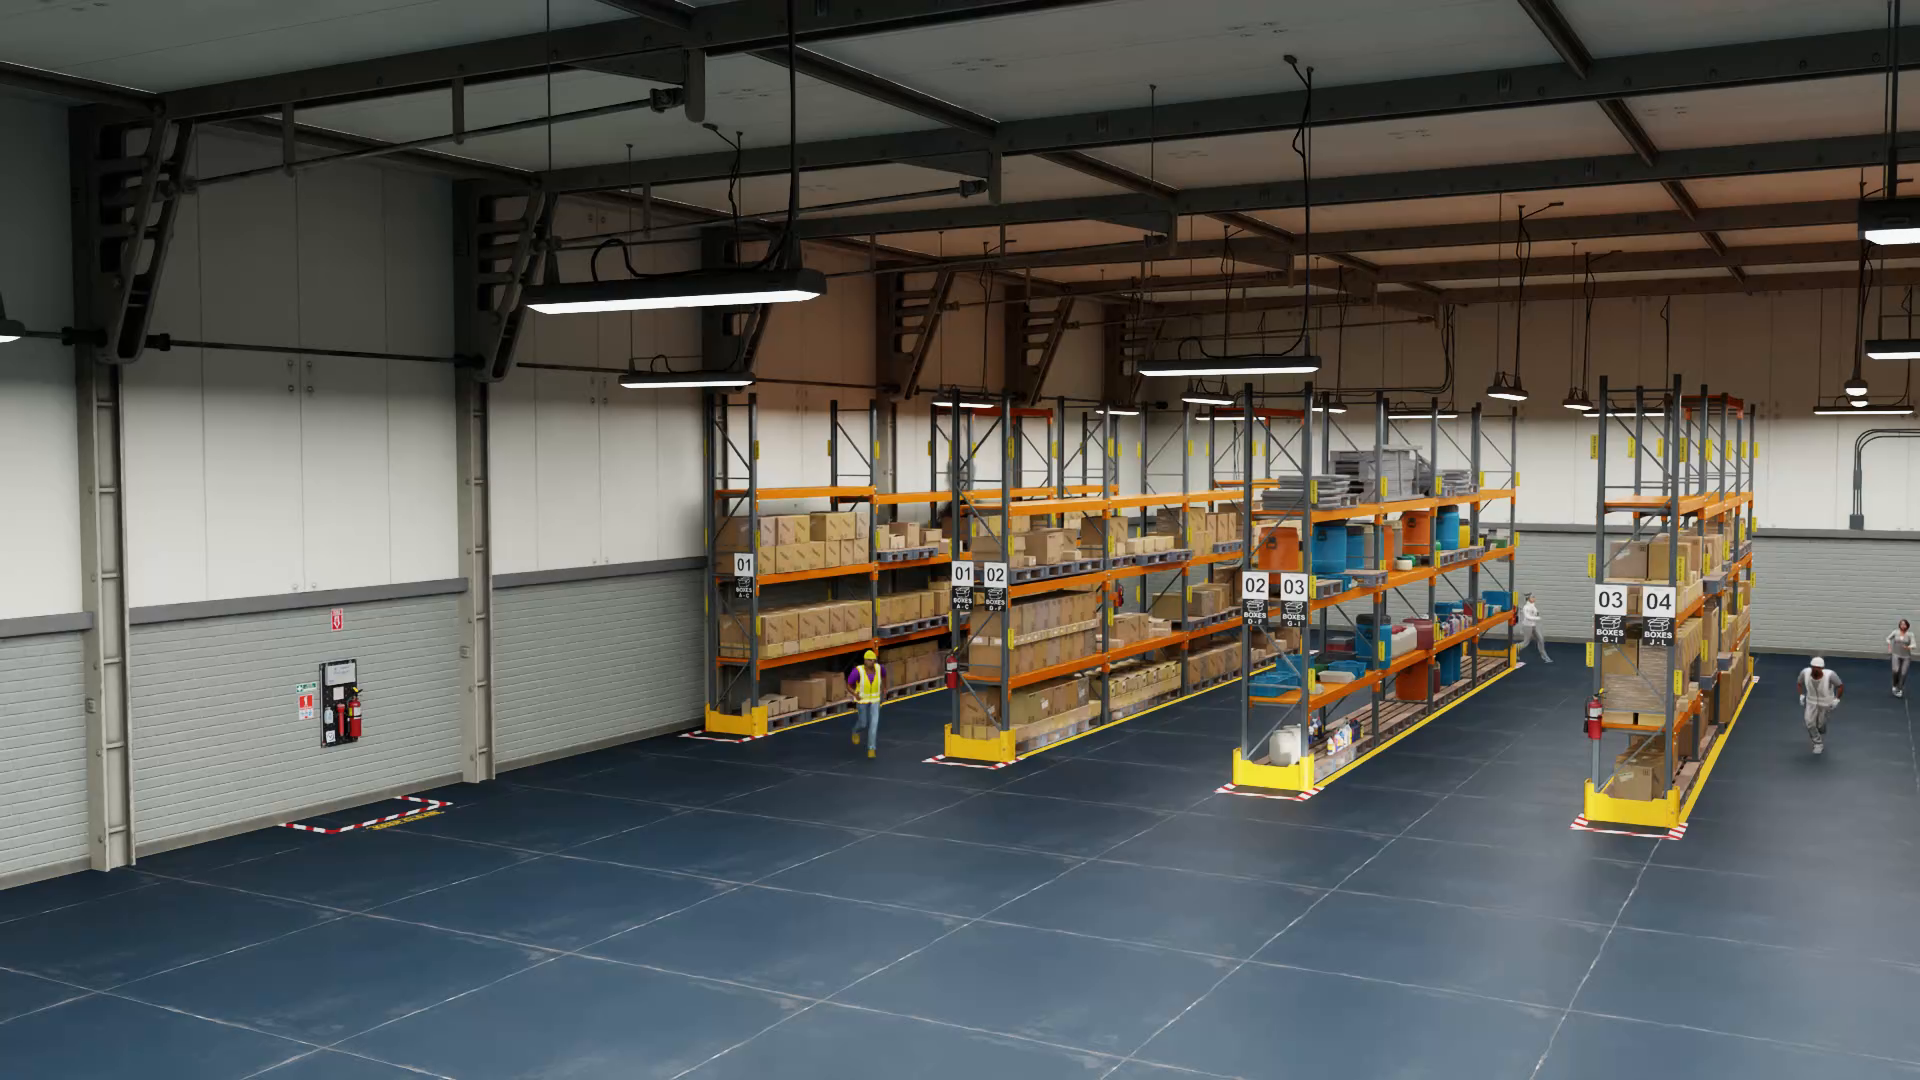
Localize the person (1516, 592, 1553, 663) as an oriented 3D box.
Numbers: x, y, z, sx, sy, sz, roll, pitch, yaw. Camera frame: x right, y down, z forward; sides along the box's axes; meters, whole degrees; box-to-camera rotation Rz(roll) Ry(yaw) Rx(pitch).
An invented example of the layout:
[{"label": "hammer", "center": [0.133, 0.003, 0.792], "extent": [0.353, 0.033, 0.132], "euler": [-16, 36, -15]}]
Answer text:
[{"label": "person", "center": [13.429, 2.049, 39.160], "extent": [0.933, 1.691, 0.622], "euler": [2, 4, 35]}]

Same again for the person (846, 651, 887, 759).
[{"label": "person", "center": [-1.522, 2.658, 27.316], "extent": [0.731, 1.720, 1.073], "euler": [-1, 3, -22]}]

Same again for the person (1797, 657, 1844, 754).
[{"label": "person", "center": [14.262, 2.716, 27.561], "extent": [0.699, 1.621, 0.982], "euler": [2, 4, 36]}]

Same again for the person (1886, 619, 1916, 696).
[{"label": "person", "center": [19.059, 2.388, 33.689], "extent": [0.525, 1.572, 0.596], "euler": [2, 4, 29]}]
